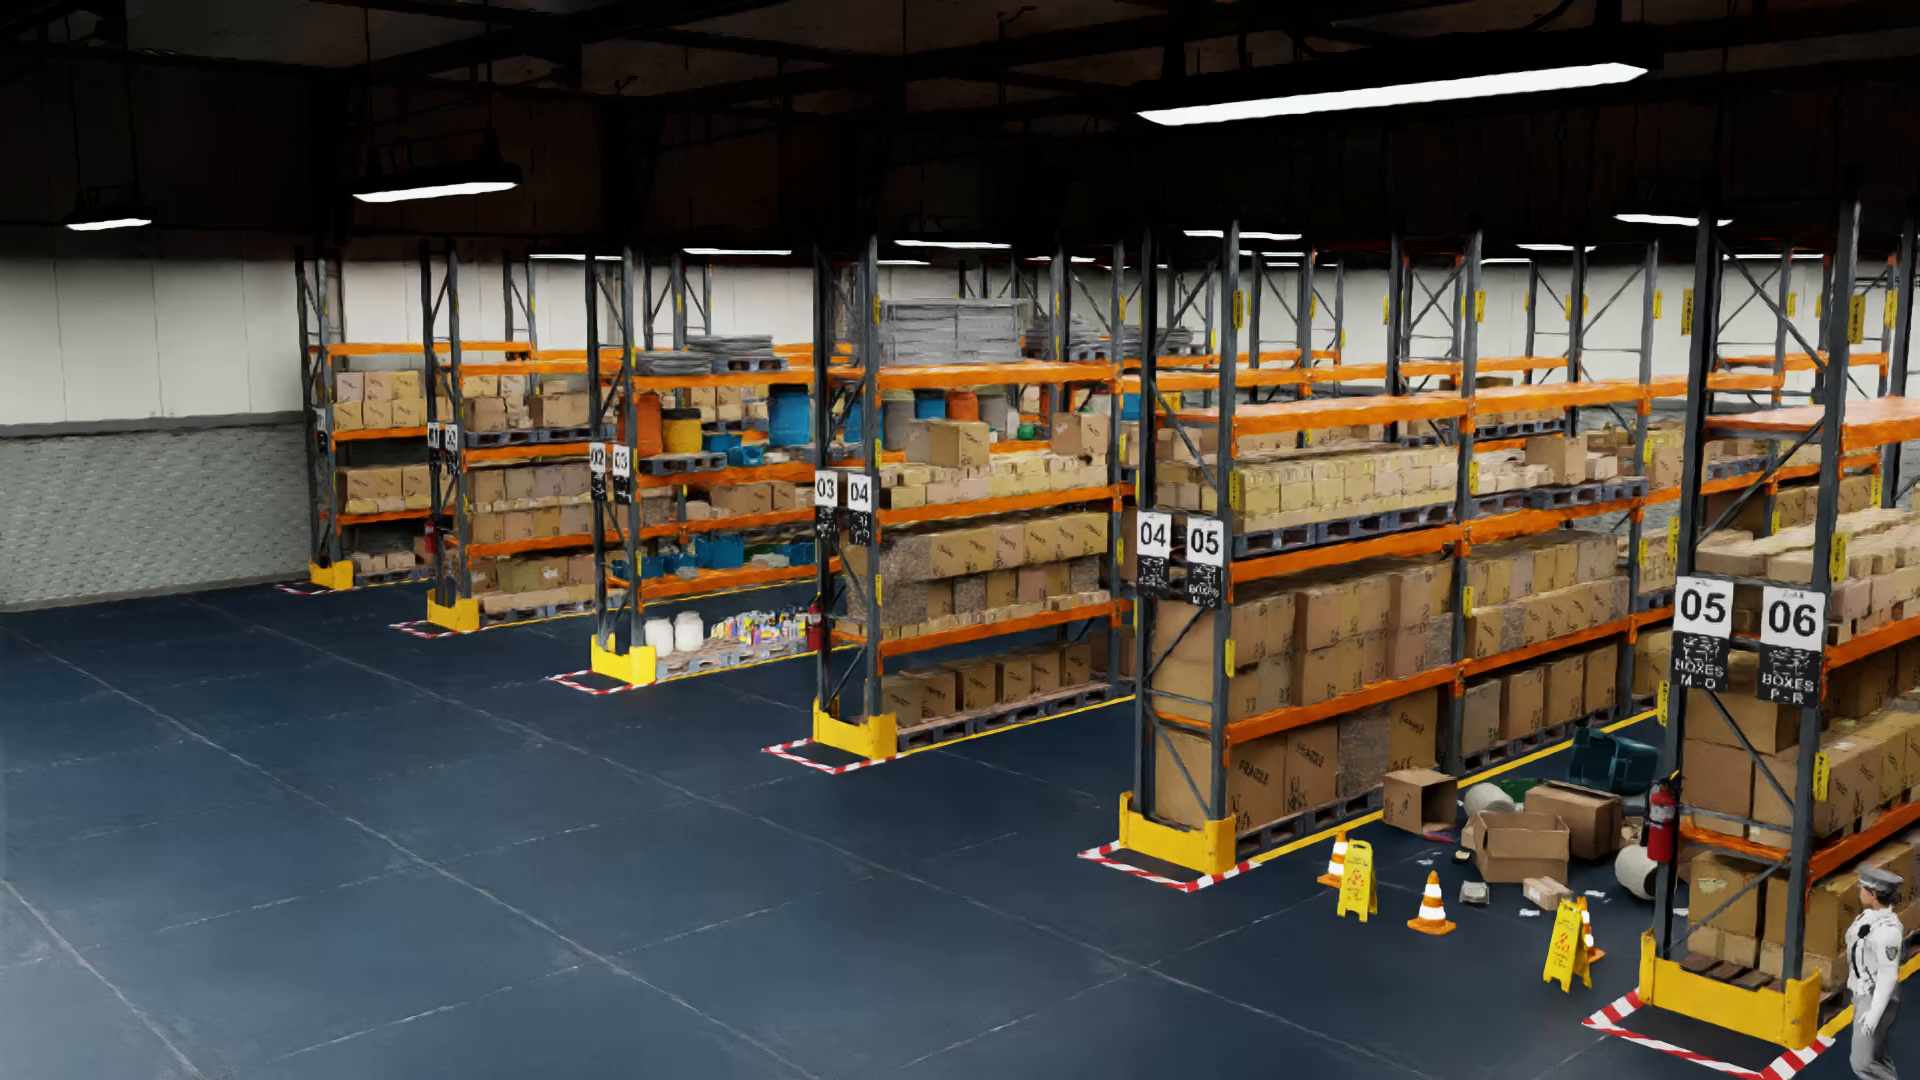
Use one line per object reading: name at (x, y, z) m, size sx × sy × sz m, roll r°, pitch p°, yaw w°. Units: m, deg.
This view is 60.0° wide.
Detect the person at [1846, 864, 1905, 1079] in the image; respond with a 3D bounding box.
person at (5.686, 2.853, 10.231) m, size 0.454 × 1.659 × 0.624 m, roll 2°, pitch 9°, yaw 15°

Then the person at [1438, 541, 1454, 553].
person at (7.142, 0.752, 24.321) m, size 1.122 × 1.706 × 0.566 m, roll -7°, pitch 11°, yaw -40°
